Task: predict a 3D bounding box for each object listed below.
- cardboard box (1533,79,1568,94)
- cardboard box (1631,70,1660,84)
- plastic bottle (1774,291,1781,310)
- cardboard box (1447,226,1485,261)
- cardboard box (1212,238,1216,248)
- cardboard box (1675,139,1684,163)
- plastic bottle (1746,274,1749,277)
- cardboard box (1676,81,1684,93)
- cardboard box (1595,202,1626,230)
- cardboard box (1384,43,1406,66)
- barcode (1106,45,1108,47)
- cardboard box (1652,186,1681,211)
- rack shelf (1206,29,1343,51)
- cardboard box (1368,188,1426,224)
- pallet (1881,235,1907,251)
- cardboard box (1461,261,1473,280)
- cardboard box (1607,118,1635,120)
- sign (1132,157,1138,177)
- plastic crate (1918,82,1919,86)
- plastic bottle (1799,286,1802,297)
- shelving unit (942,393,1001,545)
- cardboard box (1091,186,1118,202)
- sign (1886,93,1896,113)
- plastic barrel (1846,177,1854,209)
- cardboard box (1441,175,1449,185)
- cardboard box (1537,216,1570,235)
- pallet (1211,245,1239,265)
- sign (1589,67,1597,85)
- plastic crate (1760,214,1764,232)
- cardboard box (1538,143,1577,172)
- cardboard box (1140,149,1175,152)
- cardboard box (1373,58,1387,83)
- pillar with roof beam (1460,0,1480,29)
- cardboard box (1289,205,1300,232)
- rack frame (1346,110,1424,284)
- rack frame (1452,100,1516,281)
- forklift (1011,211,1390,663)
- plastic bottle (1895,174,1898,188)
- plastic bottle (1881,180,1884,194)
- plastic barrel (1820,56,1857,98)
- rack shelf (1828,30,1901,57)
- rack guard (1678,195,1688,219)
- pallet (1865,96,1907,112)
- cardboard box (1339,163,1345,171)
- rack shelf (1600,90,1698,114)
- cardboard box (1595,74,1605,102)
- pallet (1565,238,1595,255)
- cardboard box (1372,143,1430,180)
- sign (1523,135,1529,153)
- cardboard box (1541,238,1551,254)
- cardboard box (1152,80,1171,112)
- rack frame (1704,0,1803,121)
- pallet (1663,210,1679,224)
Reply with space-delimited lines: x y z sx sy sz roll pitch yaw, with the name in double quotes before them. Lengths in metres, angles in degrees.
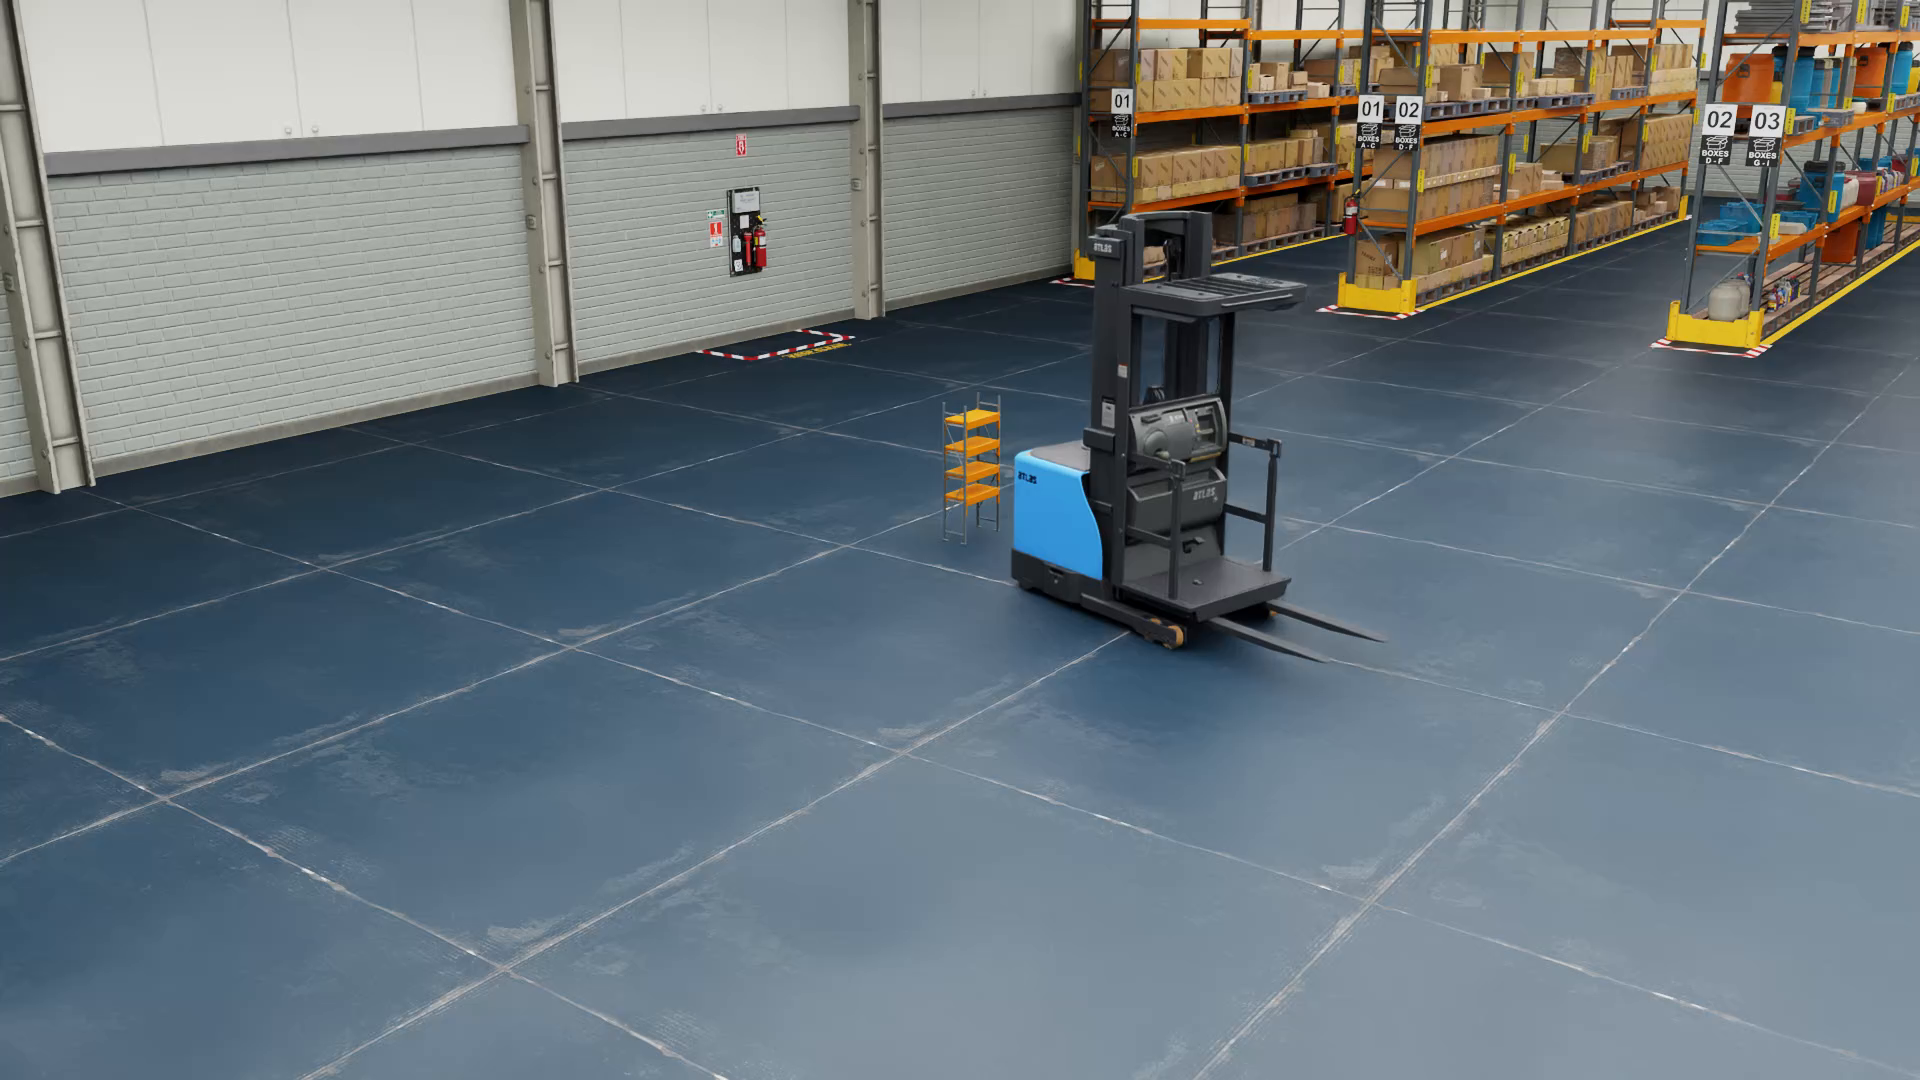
"cardboard box" 10.709 -8.252 30.246 0.500 0.250 0.500 13 22 36
"cardboard box" 14.105 -9.561 34.326 0.500 0.250 0.500 12 21 35
"plastic bottle" 11.976 -3.521 24.381 0.097 0.271 0.097 0 17 0
"cardboard box" 8.441 -4.963 27.833 0.500 0.500 0.500 12 21 35
"cardboard box" 4.574 -5.583 31.199 0.380 0.166 0.250 9 20 28
"cardboard box" 15.644 -8.611 36.746 0.500 0.500 0.500 13 21 35
"plastic bottle" 12.283 -4.016 25.978 0.097 0.271 0.097 0 17 0
"cardboard box" 15.310 -9.795 35.924 0.500 0.250 0.500 12 21 35
"cardboard box" 13.250 -6.621 33.980 0.500 0.500 0.500 13 21 35
"cardboard box" 9.864 -10.939 37.464 0.500 0.500 0.500 12 21 34
"barcode" 2.507 -8.407 28.335 0.001 0.075 0.075 12 21 35
"cardboard box" 15.873 -7.685 37.407 0.500 0.500 0.500 12 21 35
"rack shelf" 6.060 -9.665 32.081 1.077 0.370 4.000 12 21 35
"cardboard box" 6.754 -5.188 25.723 0.700 0.500 0.500 12 21 35
"pallet" 17.998 -5.863 32.769 1.003 0.211 1.213 12 21 35
"cardboard box" 8.156 -4.483 27.551 0.500 0.250 0.500 12 21 35
"cardboard box" 14.012 -8.703 35.357 0.500 0.500 0.500 12 21 34
"sign" 2.921 -6.223 27.766 0.100 0.325 0.005 12 21 35
"plastic crate" 19.522 -9.293 34.275 0.497 0.269 0.590 12 21 35
"plastic bottle" 12.859 -3.840 25.528 0.097 0.201 0.097 0 17 0
"shelving unit" 0.099 -0.612 14.193 0.258 1.200 0.503 12 21 35
"cardboard box" 2.608 -5.989 28.691 0.500 0.250 0.500 13 21 35
"sign" 15.654 -7.347 27.965 0.100 0.325 0.005 12 21 35
"plastic barrel" 14.516 -5.731 27.451 0.421 0.512 0.421 0 17 0
"cardboard box" 7.486 -5.690 26.247 0.380 0.149 0.250 12 21 33
"cardboard box" 11.118 -5.924 31.244 0.500 0.311 0.500 13 22 36
"pallet" 4.497 -5.360 31.149 1.003 0.211 1.213 12 21 35
"sign" 11.673 -8.554 30.668 0.100 0.325 0.005 12 21 35
"plastic crate" 11.789 -4.733 24.785 0.450 0.188 0.662 12 21 35
"cardboard box" 11.517 -7.355 31.993 0.700 0.500 0.500 5 18 16
"cardboard box" 3.508 -6.714 29.759 0.500 0.500 0.500 13 21 35
"cardboard box" 8.743 -10.120 35.806 0.700 0.500 0.500 12 21 34
"pillar with roof beam" 16.390 -12.617 39.698 9.100 9.000 0.400 12 21 35
"cardboard box" 6.464 -6.545 33.734 0.700 0.500 0.500 12 21 35
"rack frame" 6.466 -5.031 25.387 1.000 3.000 0.127 12 21 35
"rack frame" 8.849 -5.984 28.455 1.000 3.000 0.127 12 21 35
"forklift" 1.717 -0.796 11.864 1.130 2.935 3.031 -13 22 -37
"plastic bottle" 17.399 -6.716 31.021 0.152 0.276 0.135 12 21 35
"plastic bottle" 16.505 -6.343 29.828 0.097 0.271 0.097 0 17 0
"plastic barrel" 14.544 -7.575 27.676 0.600 0.901 0.600 0 17 0
"rack shelf" 14.016 -7.915 26.444 1.077 0.370 4.000 12 21 35
"rack guard" 15.954 -7.630 37.971 1.175 0.500 0.348 12 21 35
"pallet" 15.742 -7.568 28.816 1.003 0.211 1.213 12 21 35
"cardboard box" 7.791 -7.797 34.682 0.380 0.149 0.250 13 21 35
"rack shelf" 14.807 -9.455 35.787 1.077 0.370 4.000 12 21 35
"cardboard box" 11.769 -8.648 31.808 0.910 0.500 0.500 12 21 35
"pallet" 11.707 -5.776 32.488 1.003 0.211 1.213 12 21 35
"cardboard box" 6.786 -5.820 25.571 0.700 0.500 0.500 13 21 35
"sign" 10.791 -7.545 31.665 0.100 0.325 0.005 12 21 35
"cardboard box" 10.508 -5.413 30.545 0.500 0.250 0.500 13 21 36
"cardboard box" 3.234 -7.553 28.246 0.500 0.500 0.500 14 22 38
"rack frame" 10.441 -7.020 21.676 1.000 3.000 0.127 12 21 35
"pallet" 15.479 -7.302 37.402 1.003 0.211 1.213 12 21 35
